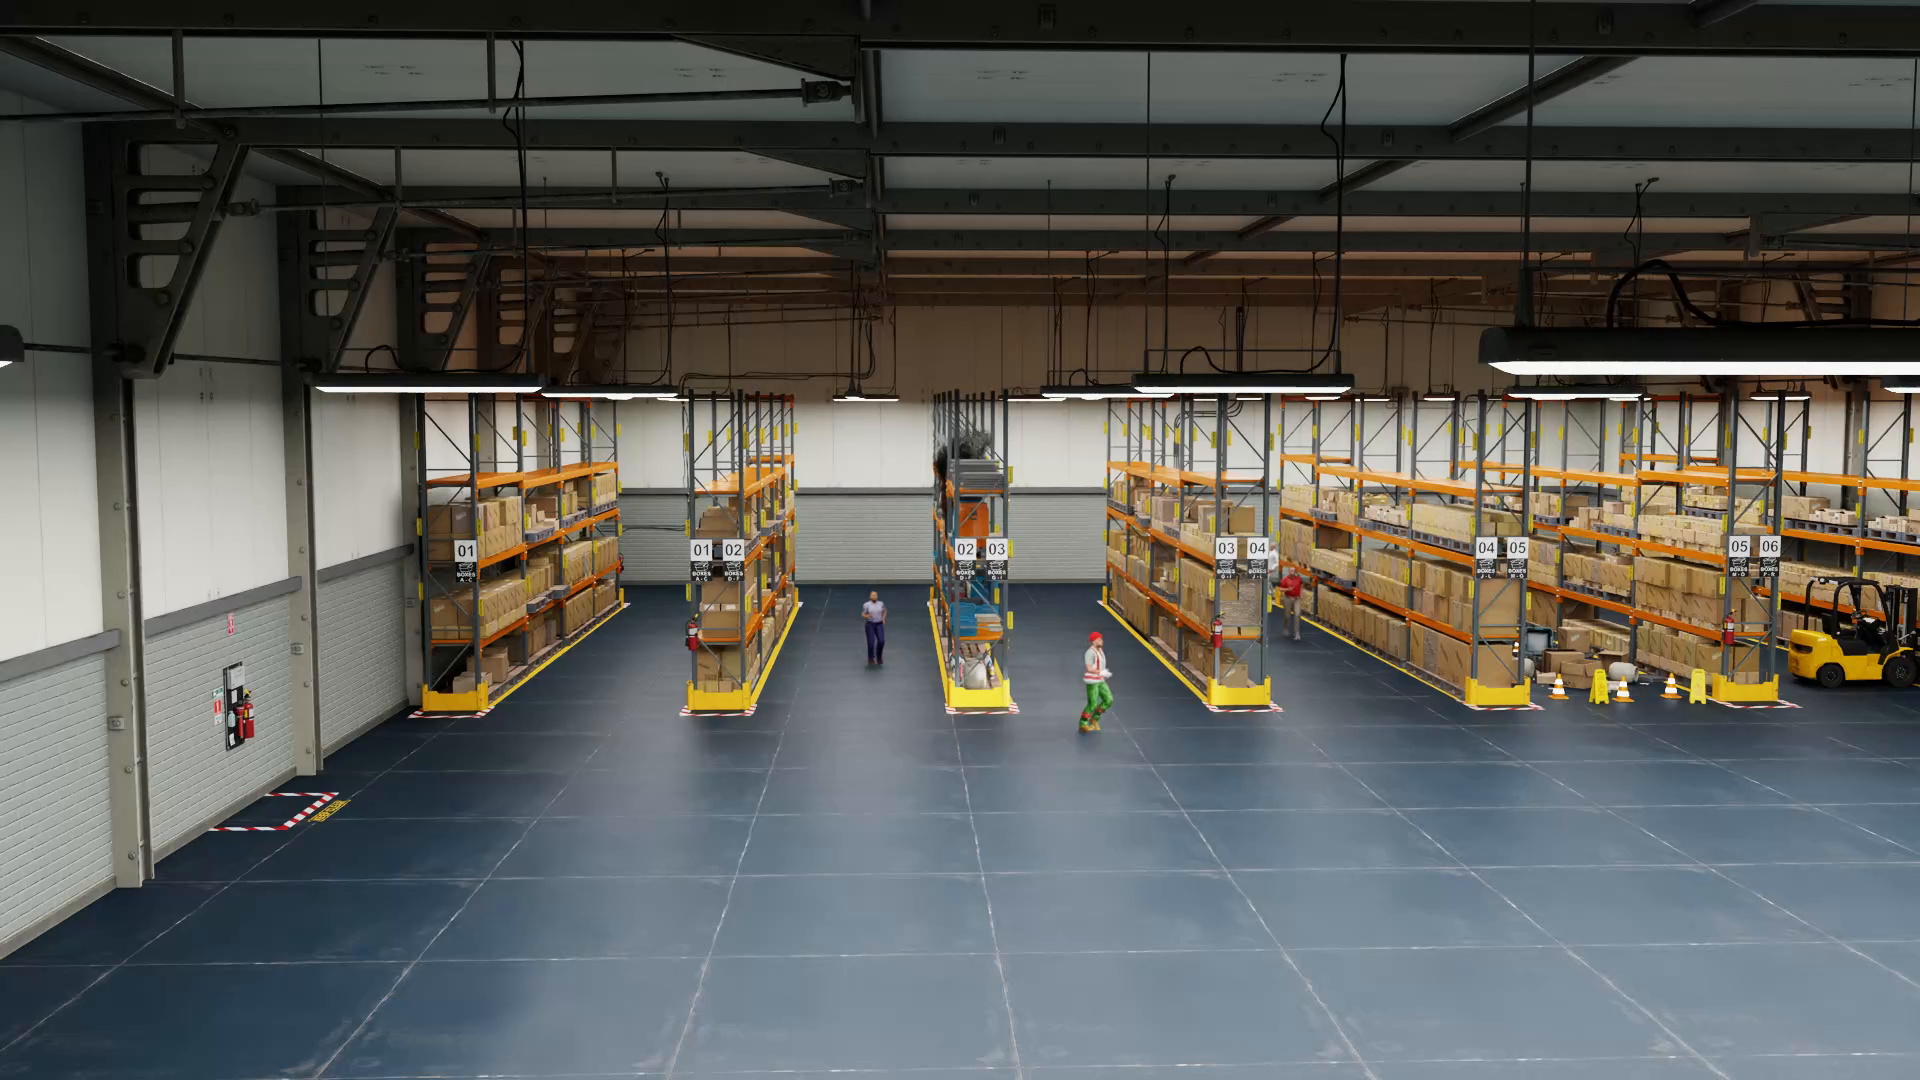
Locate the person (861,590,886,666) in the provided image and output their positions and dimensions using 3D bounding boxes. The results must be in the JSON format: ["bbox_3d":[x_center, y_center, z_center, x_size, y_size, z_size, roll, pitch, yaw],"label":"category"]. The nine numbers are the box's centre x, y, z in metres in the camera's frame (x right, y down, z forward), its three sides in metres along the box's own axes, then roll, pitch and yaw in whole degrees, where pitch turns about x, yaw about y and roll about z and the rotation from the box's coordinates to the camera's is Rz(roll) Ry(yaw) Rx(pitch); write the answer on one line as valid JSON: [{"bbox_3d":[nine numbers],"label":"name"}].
[{"bbox_3d":[-1.864,1.945,36.443,0.586,1.676,0.661,-1,5,-12],"label":"person"}]

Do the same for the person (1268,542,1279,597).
[{"bbox_3d":[9.103,0.900,49.077,0.659,1.688,0.783,1,5,12],"label":"person"}]

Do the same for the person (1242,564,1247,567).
[{"bbox_3d":[7.823,1.023,47.589,0.721,1.641,0.696,4,6,41],"label":"person"}]

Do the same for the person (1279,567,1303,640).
[{"bbox_3d":[8.111,1.559,40.660,0.652,1.673,0.894,0,5,-2],"label":"person"}]

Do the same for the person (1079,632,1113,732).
[{"bbox_3d":[2.405,2.481,28.971,0.676,1.785,0.686,3,6,33],"label":"person"}]
